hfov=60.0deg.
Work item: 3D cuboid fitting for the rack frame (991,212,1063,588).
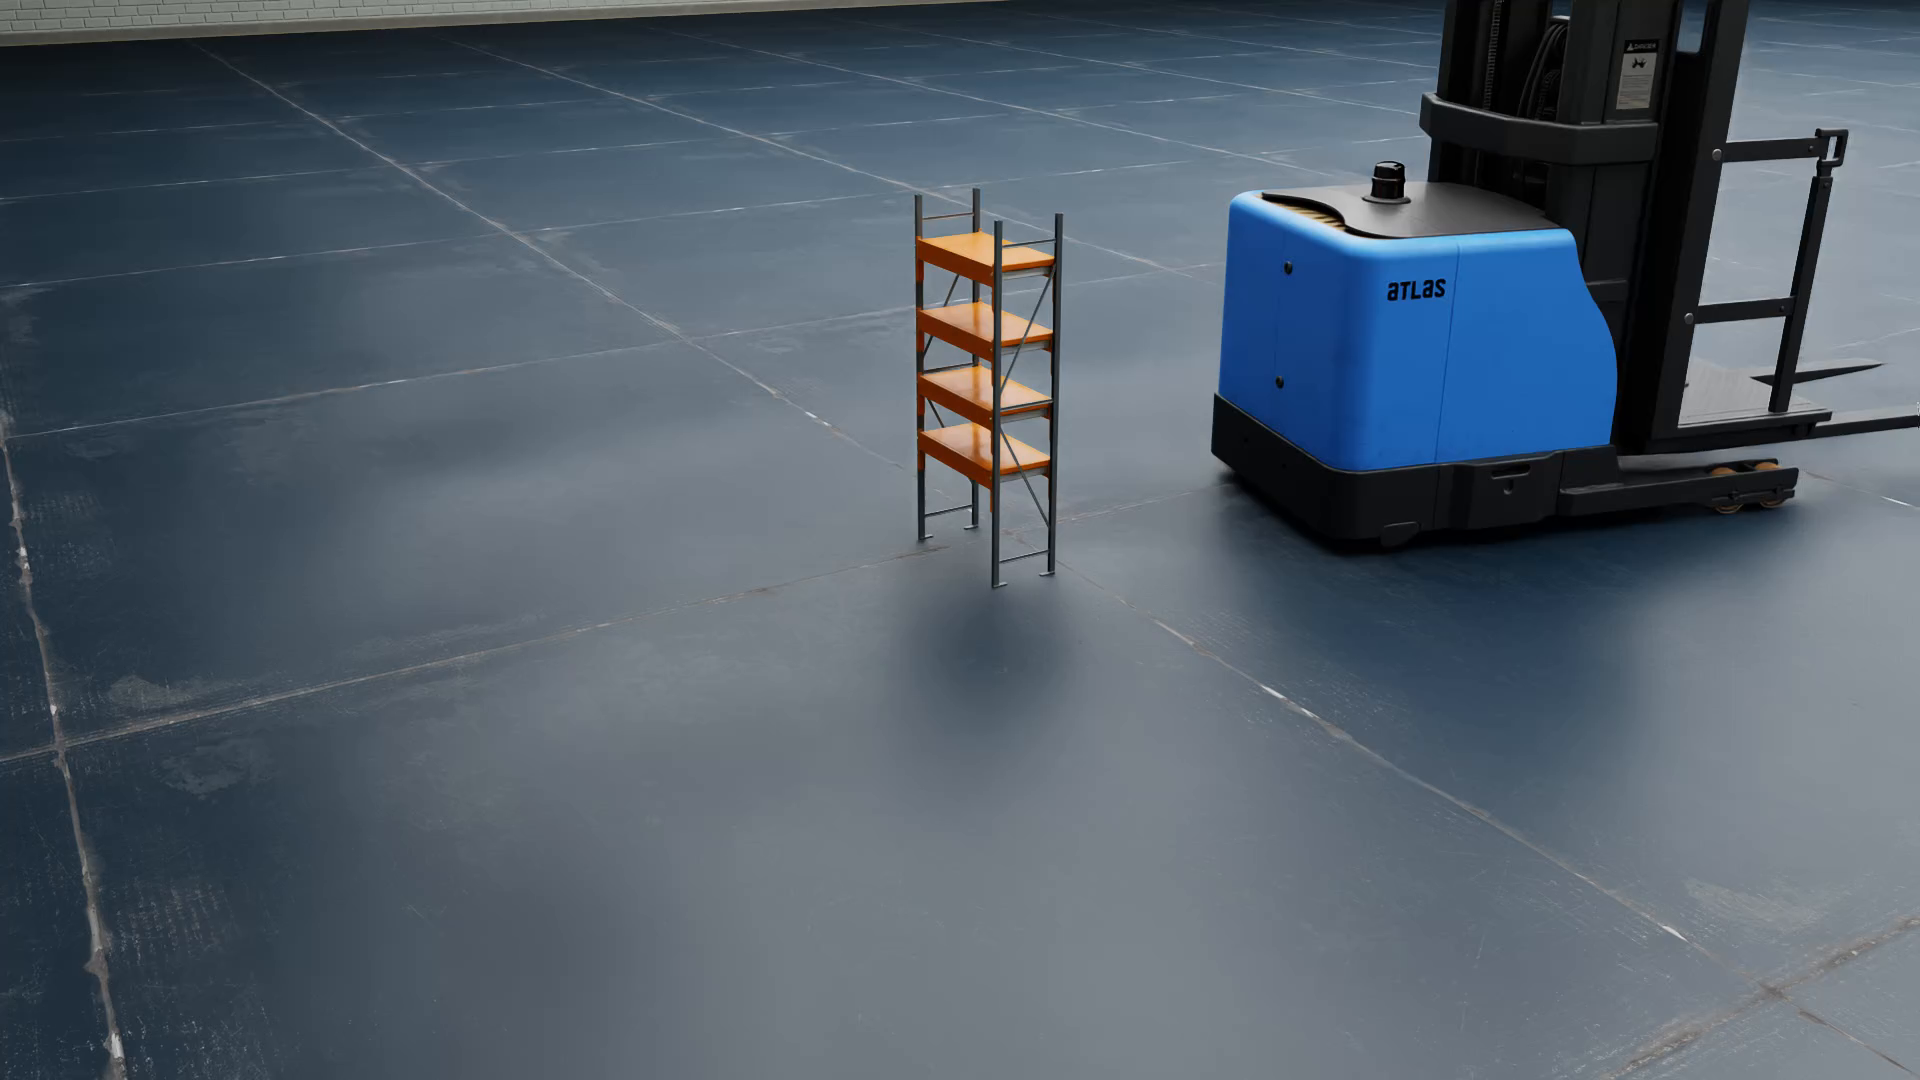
[{"bbox_3d":[0.209,-0.423,5.259,0.240,1.200,0.015,-13,25,-28],"label":"rack frame"}]

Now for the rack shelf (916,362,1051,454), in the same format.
[{"bbox_3d":[0.085,-0.440,5.479,0.258,0.148,0.480,-13,25,-28],"label":"rack shelf"}]

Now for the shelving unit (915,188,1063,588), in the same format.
[{"bbox_3d":[0.085,-0.502,5.454,0.258,1.200,0.503,-13,25,-28],"label":"shelving unit"}]

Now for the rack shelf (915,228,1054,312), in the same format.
[{"bbox_3d":[0.085,-0.866,5.306,0.258,0.148,0.480,-13,25,-28],"label":"rack shelf"}]

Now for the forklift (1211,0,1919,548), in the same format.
[{"bbox_3d":[2.551,-1.636,5.943,3.031,2.935,1.130,-7,23,-16],"label":"forklift"}]

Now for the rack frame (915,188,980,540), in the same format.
[{"bbox_3d":[-0.040,-0.581,5.648,0.240,1.200,0.015,-13,25,-28],"label":"rack frame"}]

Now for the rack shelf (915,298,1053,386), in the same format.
[{"bbox_3d":[0.085,-0.647,5.395,0.258,0.148,0.480,-13,25,-28],"label":"rack shelf"}]

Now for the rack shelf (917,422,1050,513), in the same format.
[{"bbox_3d":[0.085,-0.256,5.554,0.258,0.148,0.480,-13,25,-28],"label":"rack shelf"}]
